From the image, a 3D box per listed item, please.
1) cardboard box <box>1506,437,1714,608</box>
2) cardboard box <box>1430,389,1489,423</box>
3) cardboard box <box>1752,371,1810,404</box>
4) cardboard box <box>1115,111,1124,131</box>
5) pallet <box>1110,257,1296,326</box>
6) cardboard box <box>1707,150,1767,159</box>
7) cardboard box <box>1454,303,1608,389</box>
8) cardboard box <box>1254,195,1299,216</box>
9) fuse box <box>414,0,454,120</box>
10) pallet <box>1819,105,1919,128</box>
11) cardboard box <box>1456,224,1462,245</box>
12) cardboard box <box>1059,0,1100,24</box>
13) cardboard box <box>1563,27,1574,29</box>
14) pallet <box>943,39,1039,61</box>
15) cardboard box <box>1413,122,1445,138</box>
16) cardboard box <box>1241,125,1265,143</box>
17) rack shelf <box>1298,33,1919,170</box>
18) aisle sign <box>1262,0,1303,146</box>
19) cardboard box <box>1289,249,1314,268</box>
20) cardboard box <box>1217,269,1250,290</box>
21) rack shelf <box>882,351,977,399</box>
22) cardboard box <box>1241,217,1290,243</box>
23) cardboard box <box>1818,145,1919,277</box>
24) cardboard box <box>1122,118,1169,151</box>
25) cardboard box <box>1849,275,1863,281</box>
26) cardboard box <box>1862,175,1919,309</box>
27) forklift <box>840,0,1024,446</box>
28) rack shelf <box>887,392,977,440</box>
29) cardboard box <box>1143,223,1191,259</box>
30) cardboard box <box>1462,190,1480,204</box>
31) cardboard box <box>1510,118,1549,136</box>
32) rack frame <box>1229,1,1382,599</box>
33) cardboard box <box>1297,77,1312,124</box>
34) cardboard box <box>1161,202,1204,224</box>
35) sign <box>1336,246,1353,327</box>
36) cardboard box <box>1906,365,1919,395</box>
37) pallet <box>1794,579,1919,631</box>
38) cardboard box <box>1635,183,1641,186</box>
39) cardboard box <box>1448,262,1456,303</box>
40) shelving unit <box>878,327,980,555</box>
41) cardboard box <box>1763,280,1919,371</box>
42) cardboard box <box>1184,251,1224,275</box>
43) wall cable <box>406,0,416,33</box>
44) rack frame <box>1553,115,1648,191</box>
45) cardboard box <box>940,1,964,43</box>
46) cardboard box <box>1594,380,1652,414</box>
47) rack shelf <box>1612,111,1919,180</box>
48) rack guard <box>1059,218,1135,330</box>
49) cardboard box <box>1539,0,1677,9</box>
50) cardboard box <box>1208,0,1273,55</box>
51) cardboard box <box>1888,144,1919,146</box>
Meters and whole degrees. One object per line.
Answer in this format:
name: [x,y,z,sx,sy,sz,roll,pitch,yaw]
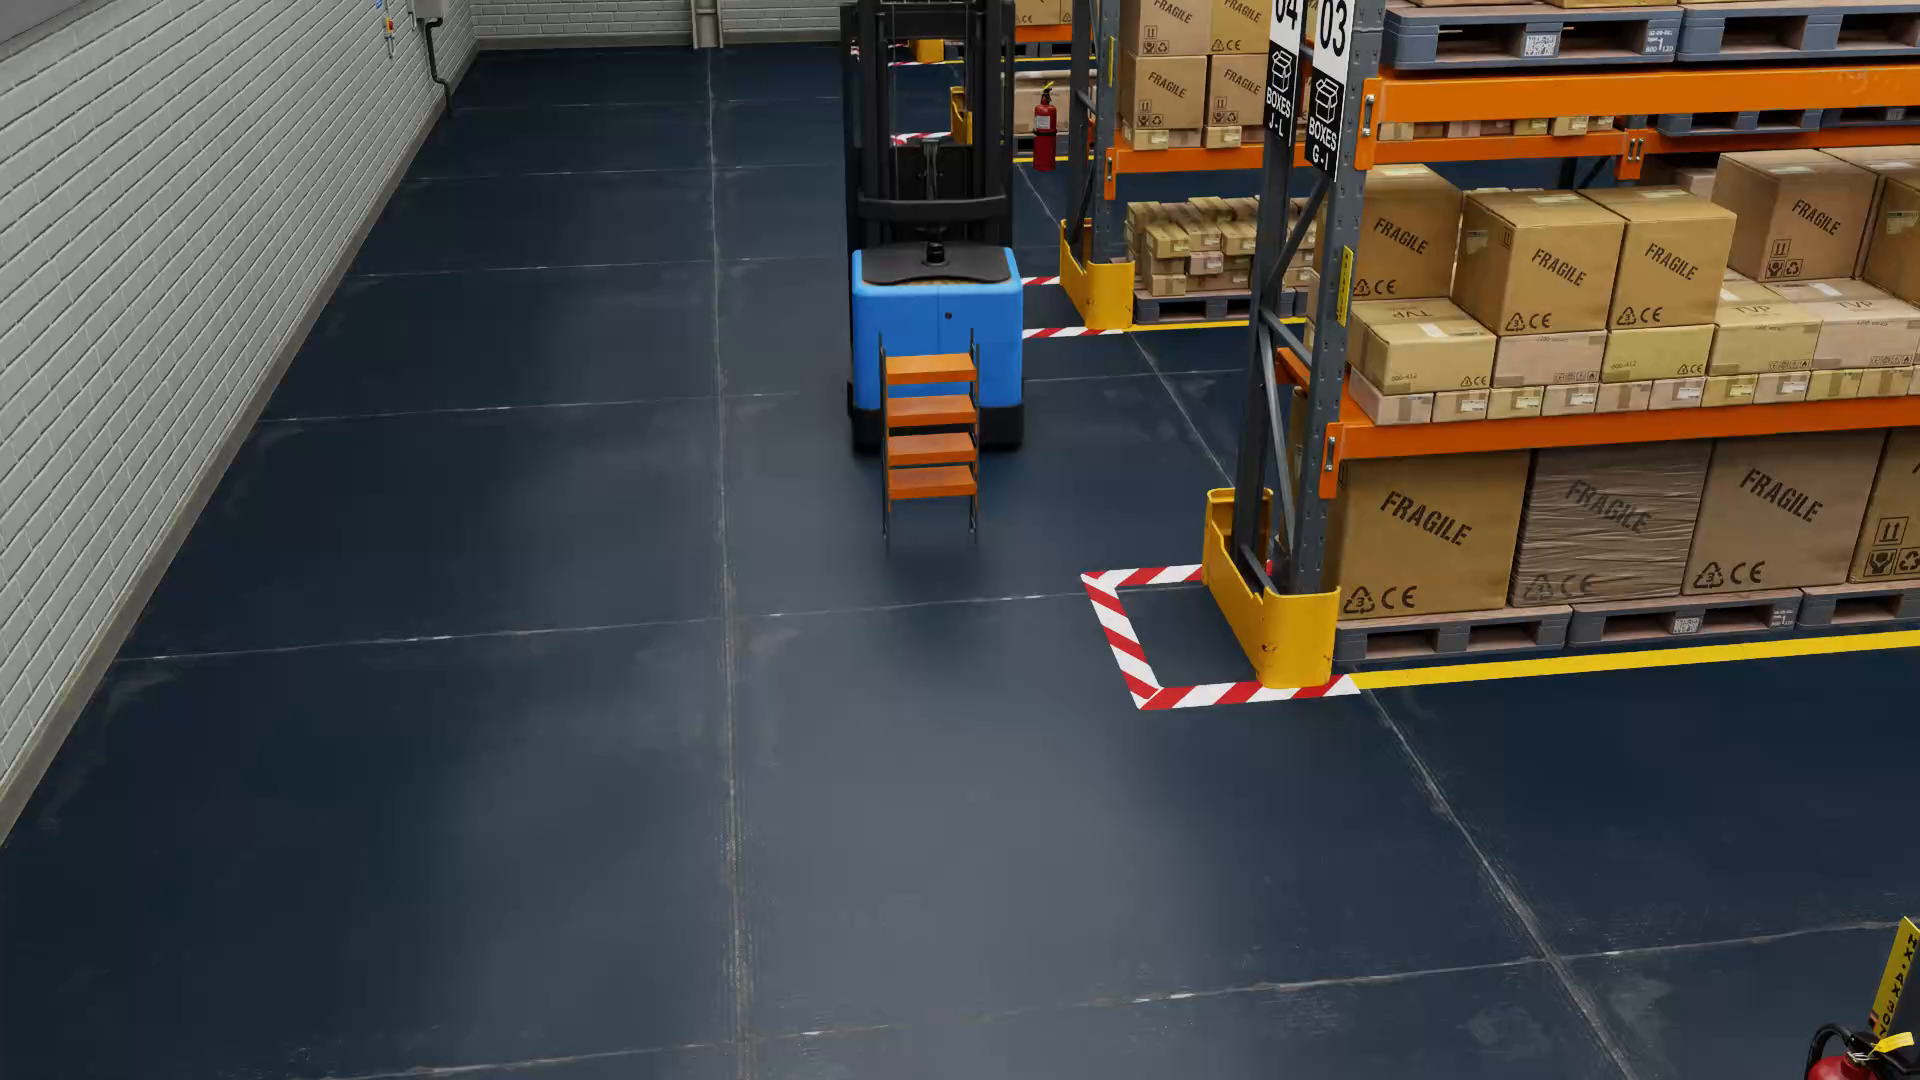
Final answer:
cardboard box: [3.073,-0.276,8.370,0.875,0.875,0.875,-4,27,-7]
cardboard box: [2.200,-0.678,7.562,0.250,0.149,0.380,-4,27,-8]
cardboard box: [3.729,-0.777,7.754,0.250,0.149,0.380,-3,27,-6]
cardboard box: [1.242,-3.185,12.447,0.250,0.149,0.380,-4,27,-7]
pallet: [1.843,-1.948,12.816,1.213,0.211,1.003,-4,27,-7]
cardboard box: [6.132,-3.000,13.267,0.500,0.250,0.500,-2,27,-5]
cardboard box: [2.576,-0.910,7.576,0.500,0.250,0.500,-4,27,-8]
cardboard box: [2.466,-2.574,12.992,0.250,0.149,0.380,-3,27,-5]
fuse box: [-5.560,-5.396,17.892,0.414,1.711,0.539,-4,27,-7]
pallet: [6.926,-3.428,12.854,1.213,0.211,1.003,-4,27,-7]
cardboard box: [3.587,-2.352,12.560,0.250,0.149,0.380,-5,28,-10]
cardboard box: [1.181,-5.370,16.320,0.500,0.500,0.500,-4,27,-8]
cardboard box: [4.491,-3.872,11.981,0.500,0.500,0.500,-5,28,-9]
pallet: [0.338,-6.439,21.567,1.213,0.211,1.003,-4,27,-7]
cardboard box: [3.373,-3.083,12.249,0.250,0.149,0.380,-4,27,-8]
cardboard box: [2.082,-3.015,12.116,0.250,0.149,0.380,-2,27,-5]
rack shelf: [3.530,-2.042,7.445,4.000,0.370,1.077,-4,27,-7]
aisle sign: [1.436,-2.187,7.380,0.004,0.787,0.394,-4,27,-7]
cardboard box: [2.541,-2.191,12.571,0.250,0.149,0.380,-5,28,-10]
cardboard box: [2.014,-2.028,12.580,0.250,0.149,0.380,-3,27,-7]
rack shelf: [-0.164,-0.873,8.776,0.480,0.148,0.258,-4,27,-7]
cardboard box: [2.282,-2.295,12.447,0.250,0.149,0.380,-5,28,-10]
cardboard box: [4.511,-1.611,8.121,0.500,0.500,0.500,-4,27,-7]
cardboard box: [1.325,-2.909,11.909,0.250,0.149,0.380,-4,27,-8]
cardboard box: [4.515,-1.279,8.295,0.500,0.250,0.500,-4,27,-7]
cardboard box: [4.595,-1.373,7.658,0.500,0.500,0.500,-3,27,-7]
forklift: [-0.216,-2.516,10.943,1.130,2.935,3.031,-2,27,-3]
rack shelf: [-0.164,-0.662,8.884,0.480,0.148,0.258,-4,27,-7]
cardboard box: [1.524,-2.211,12.285,0.250,0.149,0.380,-5,28,-9]
cardboard box: [4.024,-2.629,13.098,0.250,0.149,0.380,-4,27,-8]
cardboard box: [4.156,-3.111,12.303,0.250,0.149,0.380,-3,27,-5]
rack frame: [1.549,-0.900,7.718,0.127,3.000,1.000,-4,27,-7]
cardboard box: [2.454,-3.300,11.960,0.500,0.500,0.500,-3,27,-6]
cardboard box: [1.704,-2.470,12.789,0.250,0.149,0.380,-3,27,-6]
sign: [1.620,-1.069,7.012,0.005,0.325,0.100,-4,27,-7]
cardboard box: [4.490,-0.826,7.849,0.250,0.149,0.380,-3,27,-6]
pallet: [4.746,0.099,8.825,1.213,0.211,1.003,-4,27,-7]
cardboard box: [5.617,-2.639,13.385,0.500,0.500,0.500,-4,27,-8]
cardboard box: [2.494,-1.148,8.040,0.500,0.250,0.500,-4,27,-8]
shelving unit: [-0.164,-0.523,8.956,0.503,1.200,0.258,-4,27,-7]
cardboard box: [4.092,-1.007,7.764,0.500,0.250,0.500,-3,27,-6]
cardboard box: [1.792,-2.108,12.410,0.250,0.149,0.380,-4,27,-7]
wall cable: [-5.621,-6.103,16.746,0.122,1.984,0.588,-4,27,-7]
rack frame: [4.919,-3.403,12.596,0.127,3.000,1.000,-4,27,-7]
cardboard box: [0.092,-6.696,21.288,0.637,0.503,0.797,-5,28,-9]
cardboard box: [2.964,-0.728,7.658,0.250,0.149,0.380,-4,27,-8]
rack shelf: [6.900,-3.210,13.008,4.000,0.370,1.077,-4,27,-7]
rack guard: [1.033,-2.041,12.680,0.348,0.500,1.175,-4,27,-7]
cardboard box: [2.631,-2.549,6.967,0.500,0.500,0.700,-5,28,-9]
cardboard box: [1.938,-3.714,11.671,0.500,0.500,0.500,-3,27,-6]
cardboard box: [7.661,-3.099,13.460,0.500,0.250,0.500,-4,27,-8]
